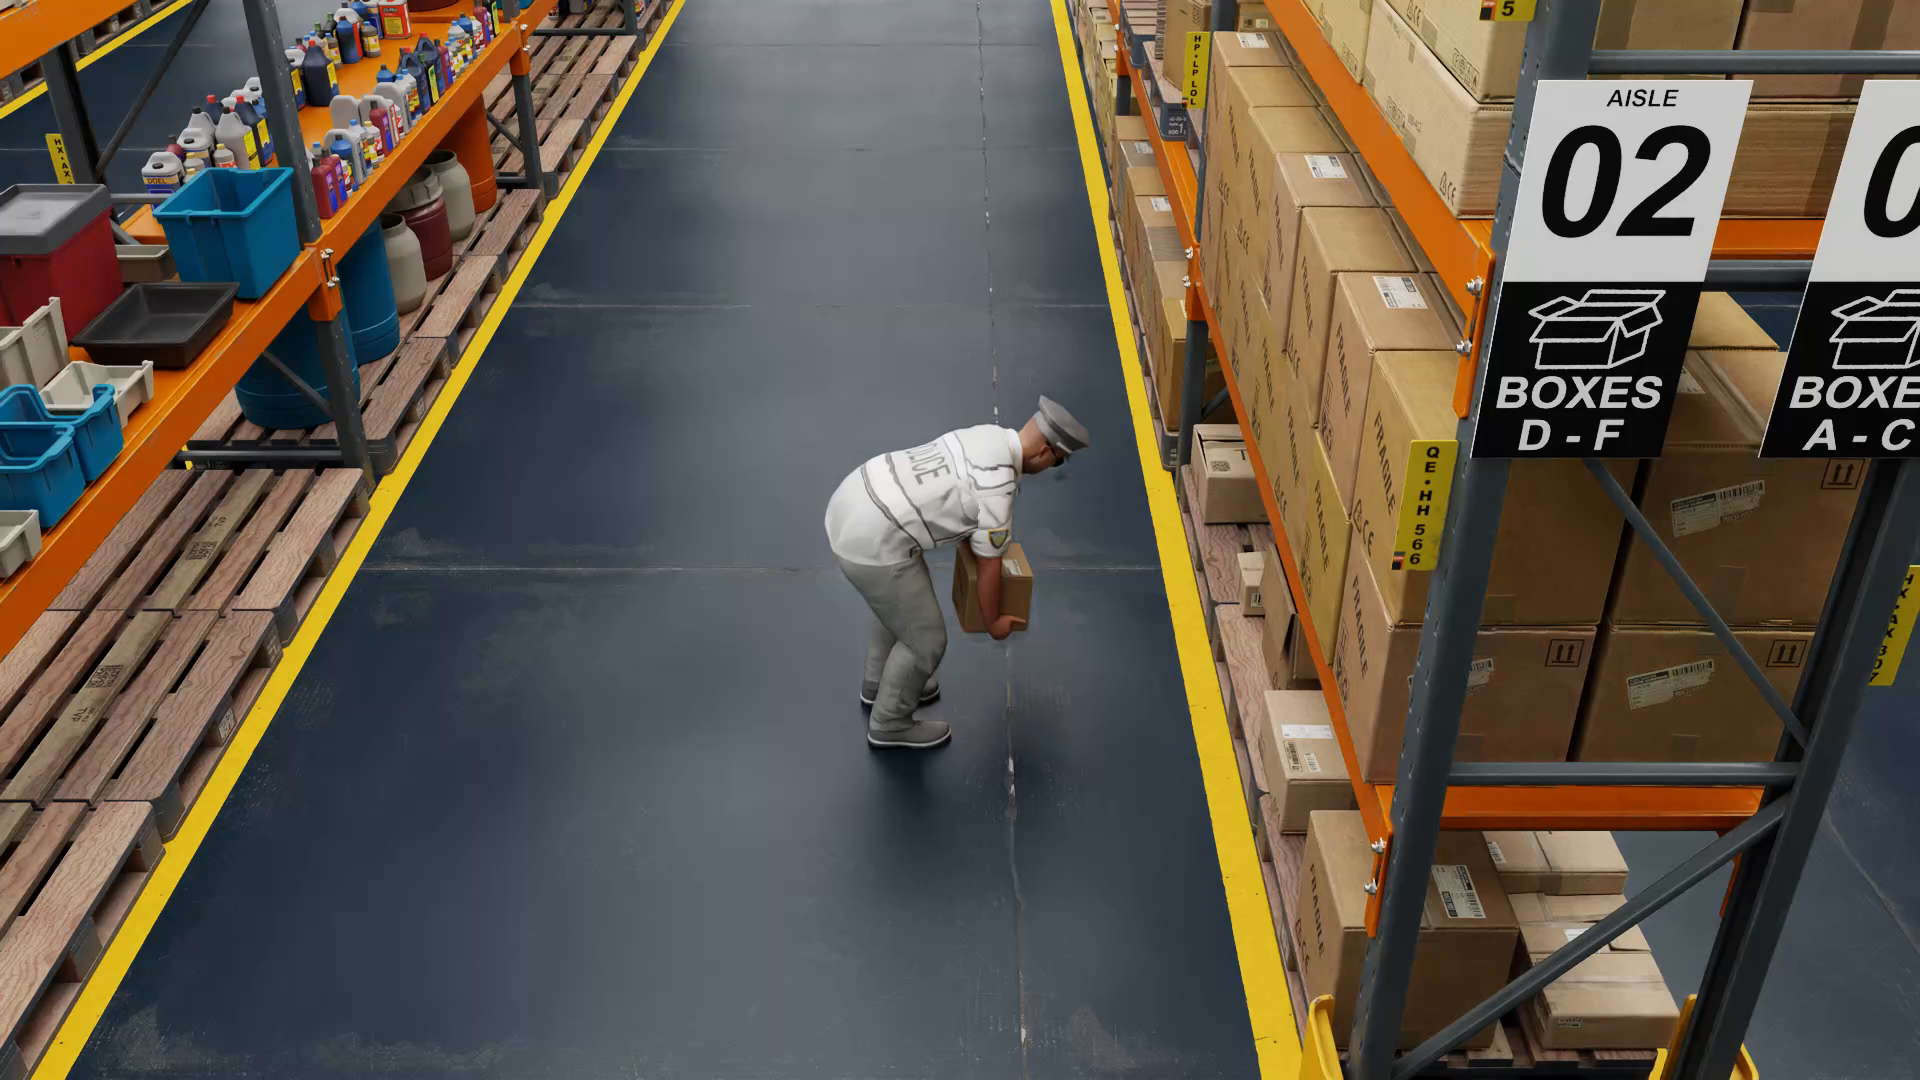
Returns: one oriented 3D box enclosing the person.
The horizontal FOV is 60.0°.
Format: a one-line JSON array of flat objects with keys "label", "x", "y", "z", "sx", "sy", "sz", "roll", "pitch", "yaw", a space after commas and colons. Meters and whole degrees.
[{"label": "person", "x": -0.002, "y": 0.117, "z": 6.327, "sx": 0.995, "sy": 1.351, "sz": 0.476, "roll": -6, "pitch": 32, "yaw": -10}]
